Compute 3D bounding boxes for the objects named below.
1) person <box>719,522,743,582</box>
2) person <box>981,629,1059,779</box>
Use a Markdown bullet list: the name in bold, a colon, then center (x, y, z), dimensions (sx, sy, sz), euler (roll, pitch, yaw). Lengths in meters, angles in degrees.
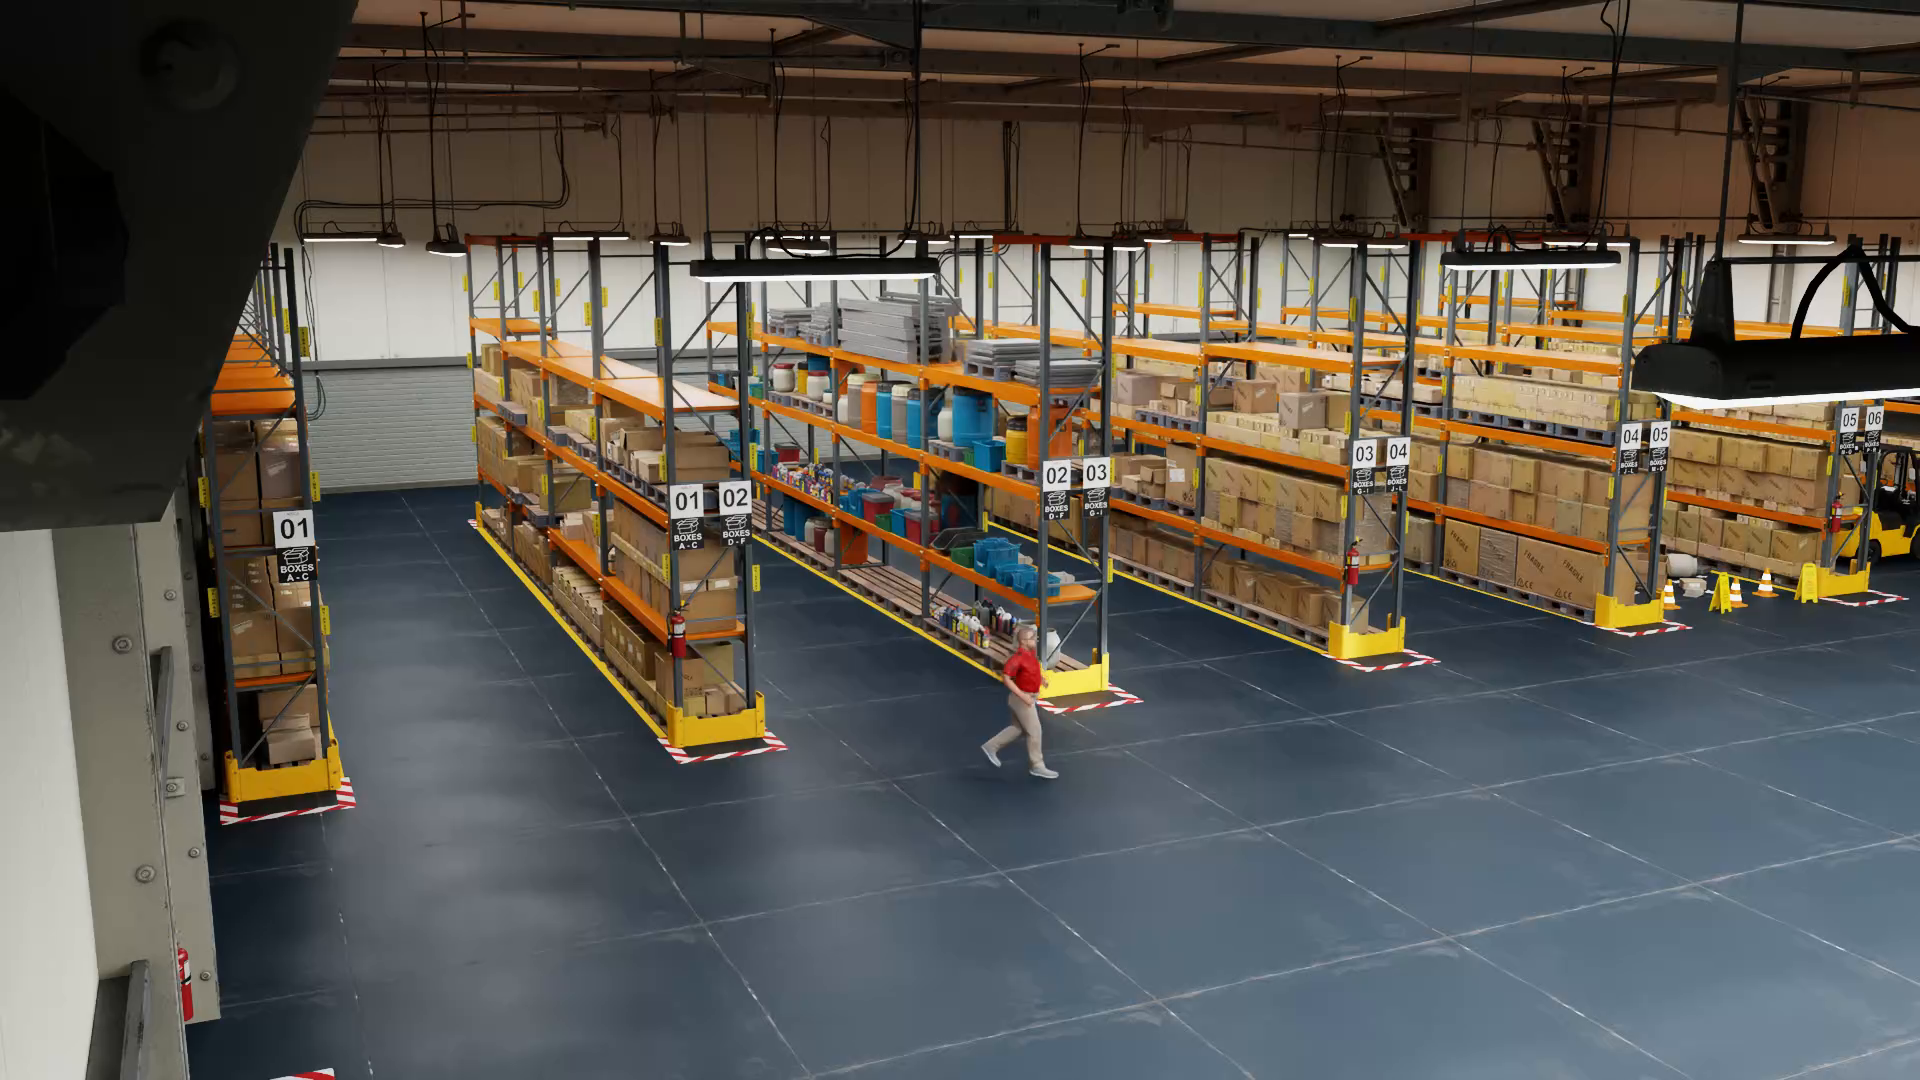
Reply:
- **person**: center (-3.961, -0.087, 29.386), dimensions (0.576, 1.592, 0.592), euler (-4, 12, -22)
- **person**: center (0.685, 1.842, 18.986), dimensions (0.912, 1.727, 0.653), euler (2, 11, 8)
